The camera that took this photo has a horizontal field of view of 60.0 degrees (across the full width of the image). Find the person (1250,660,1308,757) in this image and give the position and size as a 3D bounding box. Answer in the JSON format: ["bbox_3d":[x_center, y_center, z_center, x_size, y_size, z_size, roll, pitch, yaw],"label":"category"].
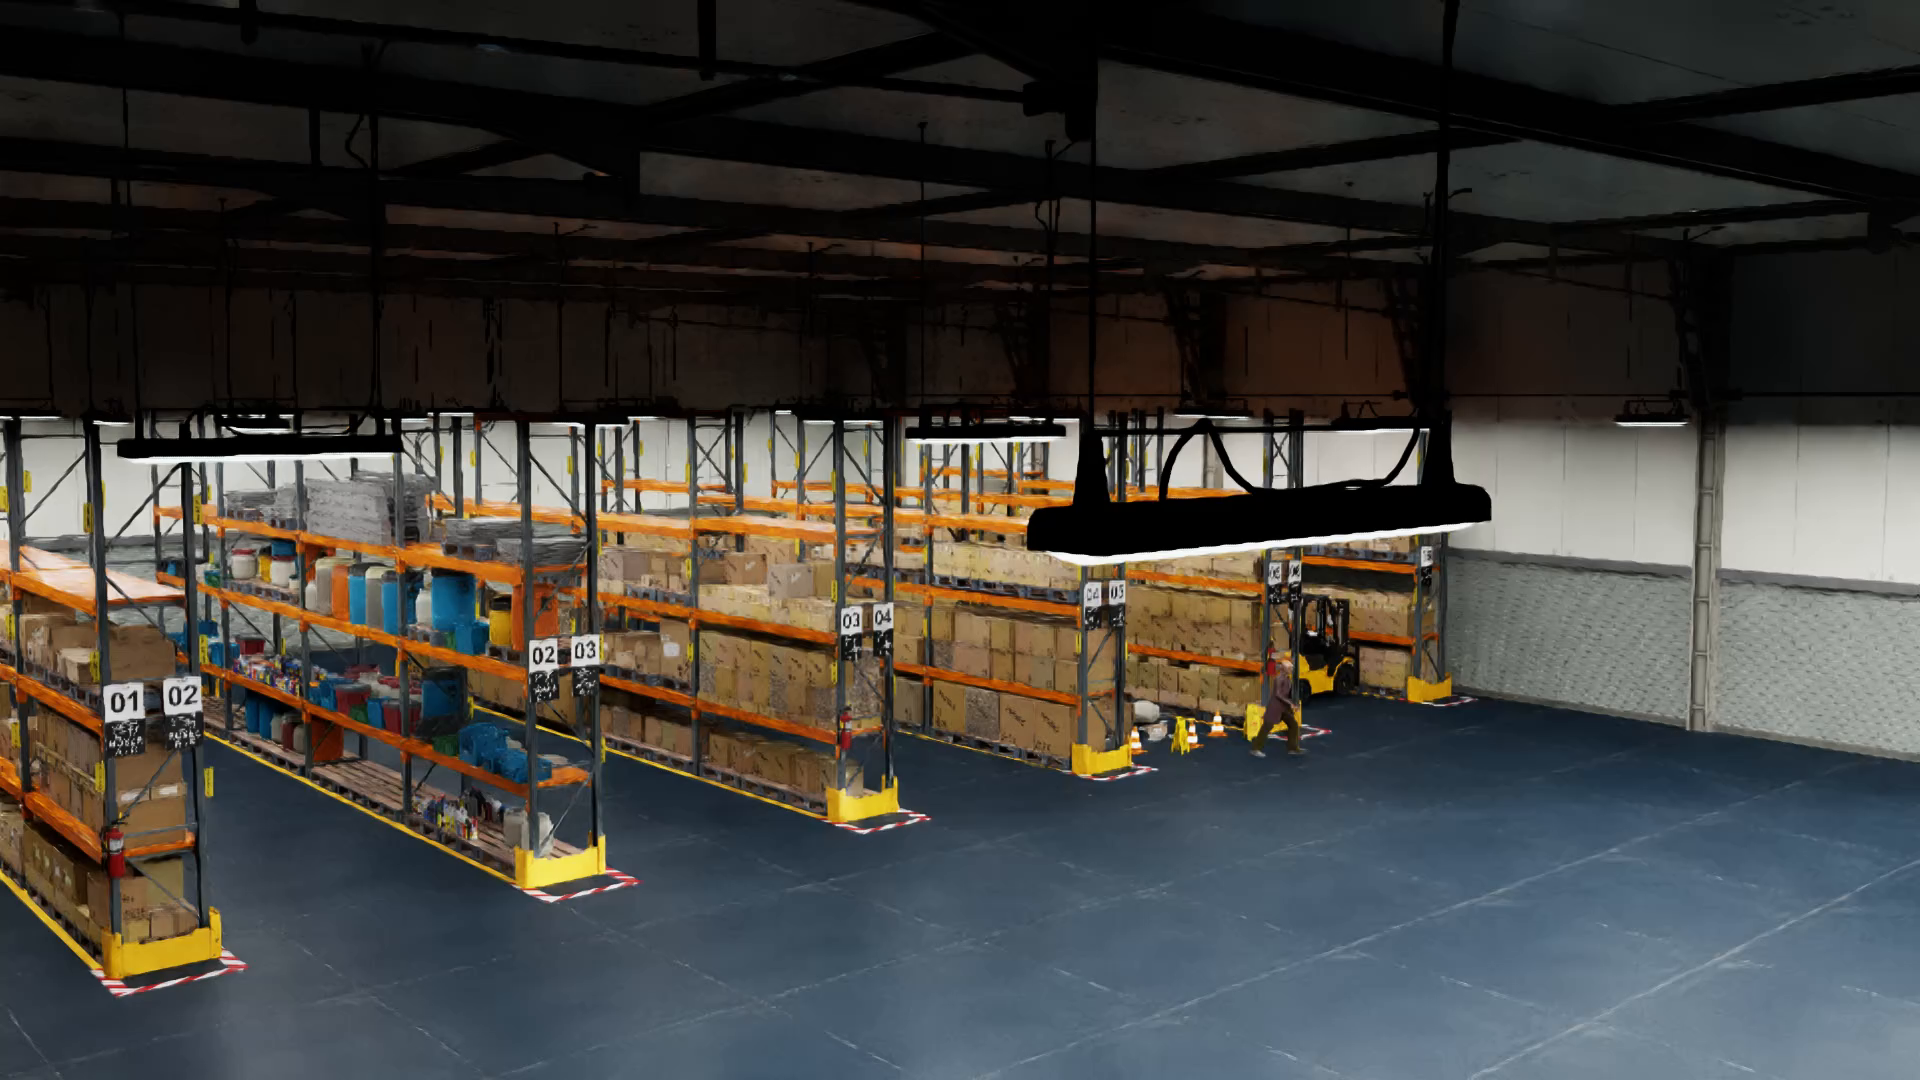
[{"bbox_3d":[5.542,2.922,28.974,0.904,1.712,0.735,3,6,32],"label":"person"}]
